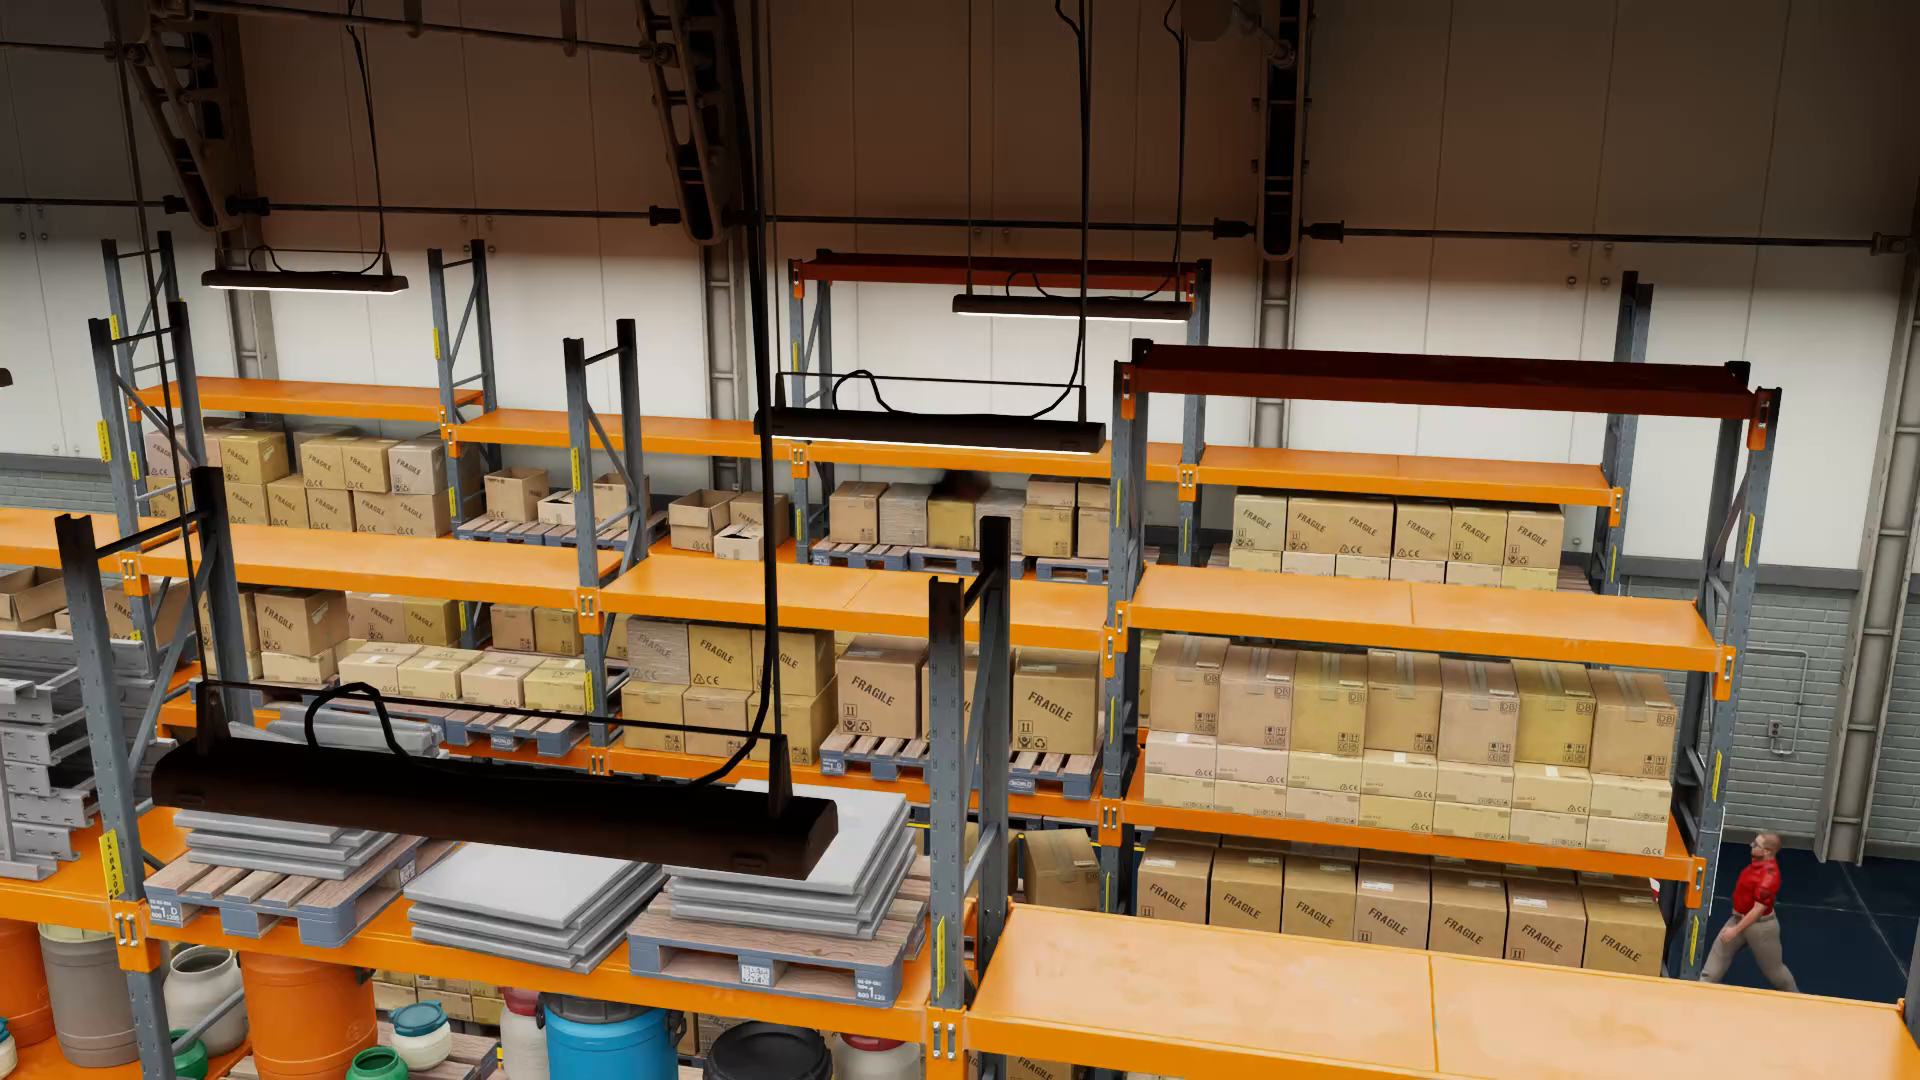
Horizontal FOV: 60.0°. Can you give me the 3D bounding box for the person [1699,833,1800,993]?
[{"bbox_3d":[6.724,3.266,14.178,1.079,1.667,0.528,1,16,5],"label":"person"}]
